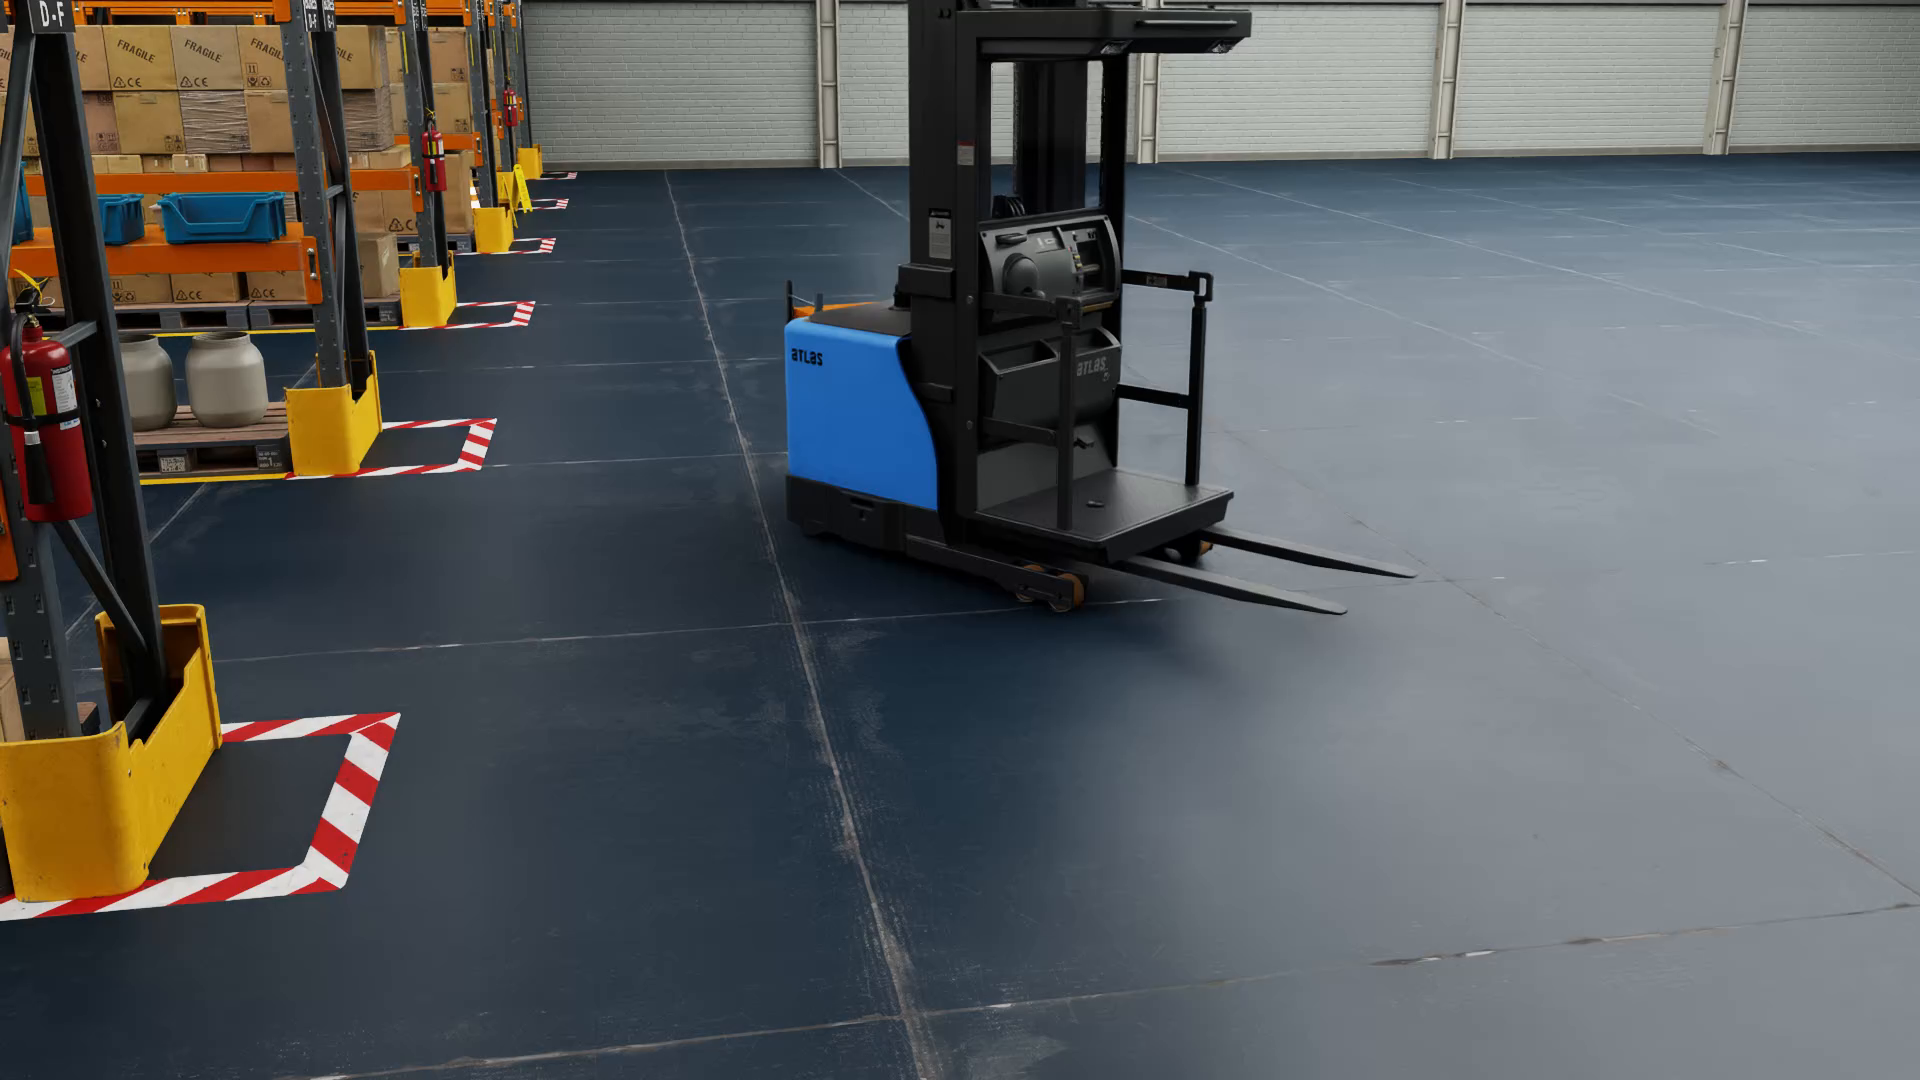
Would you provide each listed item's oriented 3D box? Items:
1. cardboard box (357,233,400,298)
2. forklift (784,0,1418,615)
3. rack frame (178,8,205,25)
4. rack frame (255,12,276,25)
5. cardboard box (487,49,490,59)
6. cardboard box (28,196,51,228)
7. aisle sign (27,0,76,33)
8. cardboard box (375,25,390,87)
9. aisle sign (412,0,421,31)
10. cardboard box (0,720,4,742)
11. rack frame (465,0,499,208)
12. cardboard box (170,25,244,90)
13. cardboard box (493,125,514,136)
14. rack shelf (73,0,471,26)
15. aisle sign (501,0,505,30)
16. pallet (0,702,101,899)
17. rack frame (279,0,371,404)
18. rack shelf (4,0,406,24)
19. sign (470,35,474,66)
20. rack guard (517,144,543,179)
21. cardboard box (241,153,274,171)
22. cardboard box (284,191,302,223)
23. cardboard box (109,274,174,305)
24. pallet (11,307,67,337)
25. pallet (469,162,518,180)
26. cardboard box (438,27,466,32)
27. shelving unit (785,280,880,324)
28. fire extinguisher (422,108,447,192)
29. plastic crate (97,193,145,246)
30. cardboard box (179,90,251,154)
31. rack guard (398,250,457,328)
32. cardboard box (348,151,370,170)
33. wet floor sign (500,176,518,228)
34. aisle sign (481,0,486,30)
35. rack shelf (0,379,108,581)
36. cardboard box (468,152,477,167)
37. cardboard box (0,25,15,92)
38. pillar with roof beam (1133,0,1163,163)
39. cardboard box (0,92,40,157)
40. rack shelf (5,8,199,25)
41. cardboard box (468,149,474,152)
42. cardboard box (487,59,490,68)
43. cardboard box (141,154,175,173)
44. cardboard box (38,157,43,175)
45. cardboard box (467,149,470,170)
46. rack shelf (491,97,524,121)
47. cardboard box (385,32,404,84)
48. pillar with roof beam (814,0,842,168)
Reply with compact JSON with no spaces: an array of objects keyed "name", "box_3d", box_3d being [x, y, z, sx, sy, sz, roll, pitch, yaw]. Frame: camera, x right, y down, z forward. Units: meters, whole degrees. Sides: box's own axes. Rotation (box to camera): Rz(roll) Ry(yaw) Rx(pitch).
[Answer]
[{"name":"cardboard box","box_3d":[-5.203,-2.388,14.441,0.500,0.500,0.500,0,17,0]},{"name":"forklift","box_3d":[0.573,-1.263,7.353,3.031,2.935,1.130,14,22,39]},{"name":"rack frame","box_3d":[-10.394,-6.047,22.809,0.127,3.000,1.000,-3,17,-10]},{"name":"rack frame","box_3d":[-11.339,-7.477,27.468,0.127,3.000,1.000,-3,17,-10]},{"name":"cardboard box","box_3d":[-7.960,-8.097,27.703,0.250,0.149,0.380,-3,17,-10]},{"name":"cardboard box","box_3d":[-9.948,-3.690,18.253,0.750,0.750,1.050,-3,17,-11]},{"name":"aisle sign","box_3d":[-2.704,-1.891,4.853,0.004,0.787,0.394,-3,17,-10]},{"name":"cardboard box","box_3d":[-5.178,-4.128,14.185,0.500,0.500,0.500,-3,17,-10]},{"name":"aisle sign","box_3d":[-4.469,-4.572,13.582,0.004,0.787,0.394,-3,17,-10]},{"name":"cardboard box","box_3d":[-3.181,0.672,4.903,0.500,0.250,0.500,-3,17,-10]},{"name":"rack frame","box_3d":[-5.428,-4.848,18.907,0.127,3.000,1.000,-3,17,-10]},{"name":"cardboard box","box_3d":[-6.061,-3.922,13.512,0.500,0.500,0.500,-3,17,-10]},{"name":"cardboard box","box_3d":[-7.805,-6.949,28.012,0.500,0.250,0.500,-3,17,-9]},{"name":"rack shelf","box_3d":[-7.392,-5.827,18.210,4.000,0.370,1.077,-3,17,-10]},{"name":"aisle sign","box_3d":[-6.464,-7.605,23.455,0.004,0.787,0.394,-3,17,-10]},{"name":"pallet","box_3d":[-3.454,0.831,5.167,1.213,0.211,1.003,-3,17,-10]},{"name":"rack frame","box_3d":[-3.647,-1.985,9.585,0.127,3.000,1.000,-3,17,-10]},{"name":"rack shelf","box_3d":[-6.550,-4.391,13.536,4.000,0.370,1.077,-3,17,-10]},{"name":"sign","box_3d":[-5.339,-5.358,18.191,0.005,0.325,0.100,-3,17,-10]},{"name":"rack guard","box_3d":[-7.388,-6.506,28.564,0.348,0.500,1.175,-3,17,-10]},{"name":"cardboard box","box_3d":[-5.810,-3.163,13.849,0.250,0.149,0.380,-3,17,-10]},{"name":"cardboard box","box_3d":[-7.840,-3.876,18.648,0.875,0.875,0.875,-3,17,-10]},{"name":"cardboard box","box_3d":[-6.958,-2.298,14.146,0.500,0.500,0.500,-5,18,-15]},{"name":"pallet","box_3d":[-7.861,-1.904,14.073,1.213,0.211,1.003,-3,17,-10]},{"name":"pallet","box_3d":[-8.155,-6.312,28.424,1.213,0.211,1.003,-3,17,-10]},{"name":"cardboard box","box_3d":[-6.926,-6.846,23.032,0.500,0.500,0.700,-4,17,-12]},{"name":"shelving unit","box_3d":[-0.365,-0.859,9.112,1.048,1.125,0.538,-8,19,-24]},{"name":"fire extinguisher","box_3d":[-4.387,-3.249,13.833,0.183,0.674,0.296,-3,17,-10]},{"name":"plastic crate","box_3d":[-4.720,-1.765,9.123,0.408,0.251,0.499,-3,17,-10]},{"name":"cardboard box","box_3d":[-6.099,-3.502,13.848,0.500,0.500,0.875,-3,17,-10]},{"name":"rack guard","box_3d":[-4.661,-2.213,14.587,0.348,0.500,1.175,-3,17,-10]},{"name":"cardboard box","box_3d":[-5.073,-3.203,13.980,0.250,0.149,0.380,-3,17,-10]},{"name":"wet floor sign","box_3d":[-5.775,-4.295,21.117,0.232,0.644,0.267,-6,18,-20]},{"name":"aisle sign","box_3d":[-5.415,-6.181,18.820,0.004,0.787,0.394,-3,17,-10]},{"name":"rack shelf","box_3d":[-4.674,-0.101,4.678,4.000,0.370,1.077,-3,17,-10]},{"name":"cardboard box","box_3d":[-8.303,-6.444,28.072,0.500,0.250,0.500,-3,17,-10]},{"name":"cardboard box","box_3d":[-7.533,-3.838,13.238,0.500,0.500,0.500,-3,17,-10]},{"name":"pillar with roof beam","box_3d":[4.333,-10.216,26.167,0.400,9.000,9.100,-3,17,-10]},{"name":"cardboard box","box_3d":[-7.563,-3.405,13.531,0.500,0.500,0.875,-3,17,-10]},{"name":"rack shelf","box_3d":[-12.357,-7.025,22.112,4.000,0.370,1.077,-3,17,-10]},{"name":"cardboard box","box_3d":[-8.325,-6.683,27.999,0.500,0.250,0.500,-3,17,-11]},{"name":"cardboard box","box_3d":[-7.944,-7.935,27.683,0.250,0.149,0.380,-3,17,-10]},{"name":"cardboard box","box_3d":[-6.538,-3.109,13.674,0.250,0.149,0.380,-3,17,-10]},{"name":"cardboard box","box_3d":[-7.260,-3.046,13.467,0.250,0.149,0.380,-3,17,-10]},{"name":"cardboard box","box_3d":[-7.334,-5.547,23.875,0.500,0.500,0.500,-4,17,-12]},{"name":"rack shelf","box_3d":[-9.375,-7.245,27.936,4.000,0.370,1.077,-3,17,-10]},{"name":"cardboard box","box_3d":[-6.322,-5.369,18.509,0.550,0.550,0.875,-3,17,-10]},{"name":"pillar with roof beam","box_3d":[-1.558,-9.882,25.079,0.400,9.000,9.100,-3,17,-10]}]
